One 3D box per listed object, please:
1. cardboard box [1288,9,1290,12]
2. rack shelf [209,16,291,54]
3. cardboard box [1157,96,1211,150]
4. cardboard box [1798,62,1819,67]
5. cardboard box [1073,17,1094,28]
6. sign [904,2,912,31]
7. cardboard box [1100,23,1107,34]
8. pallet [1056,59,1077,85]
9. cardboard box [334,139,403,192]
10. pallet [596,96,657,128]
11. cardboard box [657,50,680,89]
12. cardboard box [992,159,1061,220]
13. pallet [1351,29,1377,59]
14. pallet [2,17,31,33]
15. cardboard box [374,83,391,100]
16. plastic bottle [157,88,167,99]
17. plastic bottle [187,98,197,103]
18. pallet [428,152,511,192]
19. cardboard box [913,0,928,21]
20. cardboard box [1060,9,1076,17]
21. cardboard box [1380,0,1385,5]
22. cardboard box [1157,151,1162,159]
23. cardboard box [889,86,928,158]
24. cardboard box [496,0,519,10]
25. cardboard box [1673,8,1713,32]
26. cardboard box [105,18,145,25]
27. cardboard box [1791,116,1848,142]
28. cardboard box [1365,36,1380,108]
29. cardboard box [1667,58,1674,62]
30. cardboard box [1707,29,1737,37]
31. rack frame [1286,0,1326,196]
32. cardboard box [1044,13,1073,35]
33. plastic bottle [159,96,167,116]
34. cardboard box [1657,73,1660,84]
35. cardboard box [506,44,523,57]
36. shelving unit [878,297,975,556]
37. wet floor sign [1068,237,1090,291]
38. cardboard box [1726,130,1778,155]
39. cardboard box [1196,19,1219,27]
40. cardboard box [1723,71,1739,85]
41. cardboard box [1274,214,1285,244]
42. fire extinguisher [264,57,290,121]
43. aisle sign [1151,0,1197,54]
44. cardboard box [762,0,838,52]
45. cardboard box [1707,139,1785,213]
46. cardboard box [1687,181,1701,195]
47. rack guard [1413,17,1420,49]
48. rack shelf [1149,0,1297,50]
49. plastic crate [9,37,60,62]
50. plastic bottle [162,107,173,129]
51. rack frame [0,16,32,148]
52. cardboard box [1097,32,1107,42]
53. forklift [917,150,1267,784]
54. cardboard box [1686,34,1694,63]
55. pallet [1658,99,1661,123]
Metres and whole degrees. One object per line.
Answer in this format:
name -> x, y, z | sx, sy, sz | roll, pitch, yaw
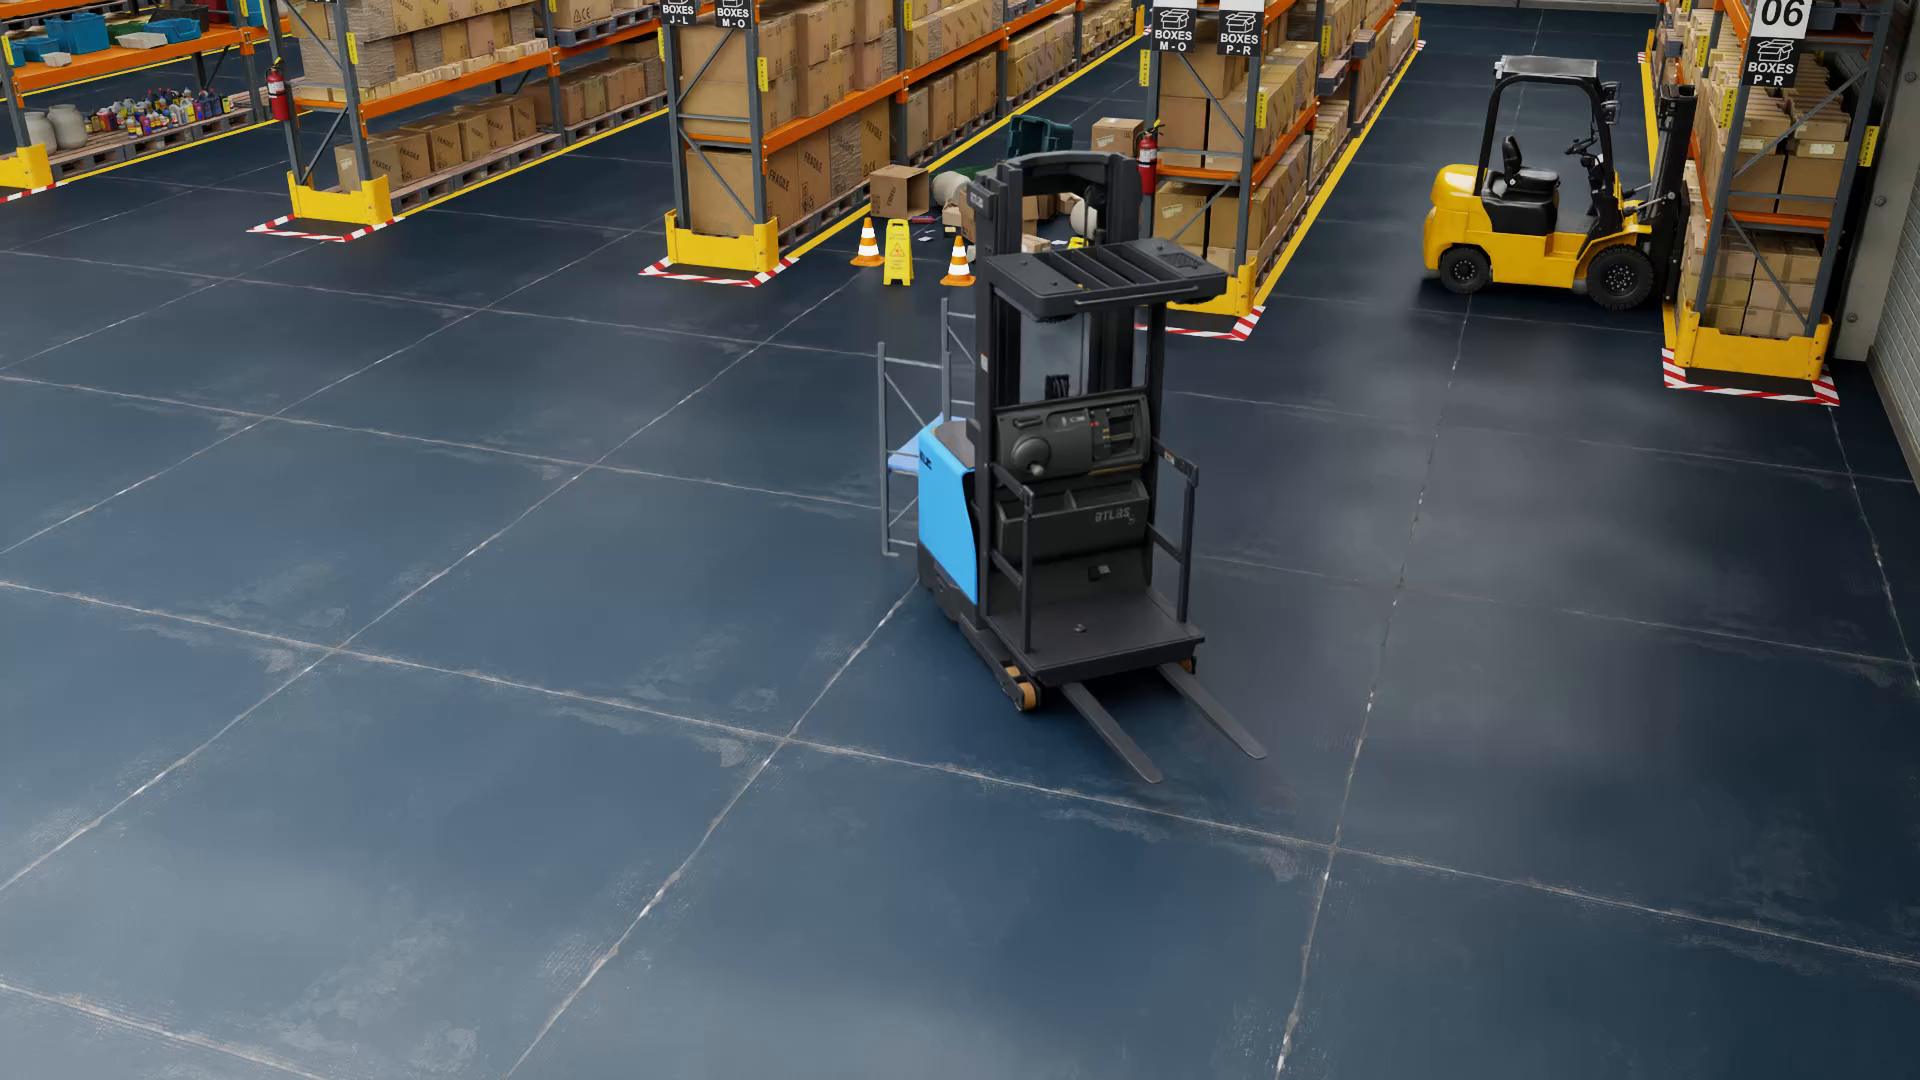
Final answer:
cardboard box -> 3.493, -5.832, 19.139 | 0.500, 0.500, 0.500 | 8, 27, 16
rack shelf -> -9.795, -7.894, 25.162 | 1.077, 0.370, 4.000 | 9, 27, 17
cardboard box -> 2.145, -4.039, 15.917 | 0.500, 0.500, 0.500 | 8, 27, 17
cardboard box -> 8.218, -4.611, 16.354 | 0.380, 0.149, 0.250 | 8, 27, 17
cardboard box -> 2.076, -8.816, 28.347 | 0.380, 0.149, 0.250 | 8, 27, 16
sign -> -0.622, -6.263, 19.882 | 0.100, 0.325, 0.005 | 9, 27, 17
cardboard box -> 2.335, -8.884, 28.829 | 0.380, 0.149, 0.250 | 9, 27, 17
pallet -> 1.258, -7.630, 26.989 | 1.003, 0.211, 1.213 | 9, 27, 17
cardboard box -> -6.897, -4.352, 19.407 | 0.500, 0.500, 0.500 | 14, 29, 27
pallet -> -5.128, -6.246, 24.132 | 1.003, 0.211, 1.213 | 9, 27, 17
cardboard box -> -4.663, -7.117, 25.093 | 0.700, 0.500, 0.500 | 7, 27, 15
cardboard box -> 0.725, -4.009, 19.021 | 0.797, 0.637, 0.503 | 9, 27, 17
pallet -> 4.750, -6.490, 21.656 | 1.213, 0.211, 1.003 | 9, 27, 17
pallet -> -18.138, -9.535, 30.924 | 1.003, 0.211, 1.213 | 9, 27, 17
cardboard box -> -6.700, -5.104, 18.861 | 0.380, 0.149, 0.250 | 9, 27, 17
plastic bottle -> -11.120, -6.131, 23.228 | 0.144, 0.351, 0.185 | 10, 27, 19
plastic bottle -> -10.615, -5.994, 23.032 | 0.152, 0.276, 0.135 | 9, 27, 17
pallet -> -6.384, -4.639, 20.812 | 1.003, 0.211, 1.213 | 9, 27, 17
cardboard box -> -0.817, -6.829, 20.873 | 0.700, 0.500, 0.500 | 8, 27, 17
cardboard box -> 1.940, -9.195, 29.130 | 0.380, 0.149, 0.250 | 9, 27, 18
cardboard box -> 5.820, -7.836, 23.815 | 0.500, 0.250, 0.500 | 9, 27, 18
cardboard box -> 2.127, -3.789, 16.145 | 0.380, 0.149, 0.250 | 8, 27, 17
cardboard box -> -1.025, -5.362, 21.205 | 1.050, 0.750, 0.750 | 9, 27, 17
cardboard box -> -5.845, -6.876, 20.630 | 0.500, 0.500, 0.500 | 9, 27, 17
cardboard box -> 9.614, -6.768, 21.701 | 0.500, 0.250, 0.500 | 7, 27, 15
cardboard box -> -13.908, -8.498, 27.613 | 0.500, 0.311, 0.500 | 8, 27, 17
cardboard box -> 7.219, -3.457, 13.971 | 0.380, 0.149, 0.250 | 8, 27, 16
cardboard box -> 5.495, -6.755, 23.940 | 0.875, 0.875, 0.875 | 9, 27, 18
cardboard box -> 10.529, -7.057, 24.250 | 0.380, 0.149, 0.250 | 10, 28, 20
cardboard box -> 8.770, -5.762, 19.074 | 0.380, 0.149, 0.250 | 9, 27, 17
rack frame -> 3.555, -5.241, 18.856 | 1.000, 3.000, 0.127 | 9, 27, 17
cardboard box -> 1.507, -8.264, 26.625 | 0.500, 0.250, 0.500 | 8, 27, 16
plastic bottle -> -11.055, -6.018, 23.086 | 0.097, 0.271, 0.097 | 0, 26, 0
cardboard box -> 10.808, -6.988, 25.253 | 0.380, 0.149, 0.250 | 8, 27, 16
cardboard box -> -5.816, -6.239, 21.205 | 0.380, 0.149, 0.250 | 9, 27, 17
shelving unit -> -0.093, -0.749, 11.300 | 0.538, 1.500, 1.048 | 10, 28, 21
wet floor sign -> 1.152, -2.615, 16.133 | 0.267, 0.644, 0.232 | 20, 32, 35
cardboard box -> 6.757, -3.399, 14.192 | 0.380, 0.149, 0.250 | 9, 27, 18
cardboard box -> 2.437, -4.899, 16.546 | 0.700, 0.500, 0.500 | 8, 27, 17
cardboard box -> 7.498, -4.365, 15.846 | 0.380, 0.149, 0.250 | 9, 27, 17
cardboard box -> 3.100, -3.275, 17.468 | 0.500, 0.250, 0.500 | 11, 28, 21
fire extinguisher -> -7.594, -5.019, 18.487 | 0.296, 0.674, 0.183 | 9, 27, 17
aisle sign -> 1.930, -4.784, 14.929 | 0.394, 0.787, 0.004 | 9, 27, 17
cardboard box -> -1.853, -5.660, 18.311 | 0.875, 0.550, 0.500 | 9, 27, 17
cardboard box -> 6.822, -3.164, 14.452 | 0.500, 0.500, 0.500 | 8, 27, 16
cardboard box -> 7.446, -3.356, 16.489 | 0.500, 0.250, 0.500 | 10, 27, 19
rack guard -> 7.557, -9.057, 29.606 | 1.175, 0.500, 0.348 | 9, 27, 17
rack shelf -> 2.890, -5.445, 16.662 | 1.077, 0.370, 4.000 | 9, 27, 17
plastic crate -> -11.686, -6.201, 21.009 | 0.499, 0.251, 0.408 | 9, 27, 17
plastic bottle -> -10.680, -5.688, 22.405 | 0.097, 0.271, 0.097 | 0, 26, 0
rack frame -> -11.792, -5.753, 19.913 | 1.000, 3.000, 0.127 | 9, 27, 17
cardboard box -> 2.334, -8.753, 28.899 | 0.380, 0.149, 0.250 | 8, 27, 16
forklift -> 0.731, -0.552, 9.251 | 1.130, 2.935, 3.031 | -10, 27, -19
cardboard box -> 8.831, -5.759, 19.524 | 0.500, 0.250, 0.500 | 8, 27, 16
pallet -> 10.664, -6.215, 24.069 | 1.003, 0.211, 1.213 | 9, 27, 17
